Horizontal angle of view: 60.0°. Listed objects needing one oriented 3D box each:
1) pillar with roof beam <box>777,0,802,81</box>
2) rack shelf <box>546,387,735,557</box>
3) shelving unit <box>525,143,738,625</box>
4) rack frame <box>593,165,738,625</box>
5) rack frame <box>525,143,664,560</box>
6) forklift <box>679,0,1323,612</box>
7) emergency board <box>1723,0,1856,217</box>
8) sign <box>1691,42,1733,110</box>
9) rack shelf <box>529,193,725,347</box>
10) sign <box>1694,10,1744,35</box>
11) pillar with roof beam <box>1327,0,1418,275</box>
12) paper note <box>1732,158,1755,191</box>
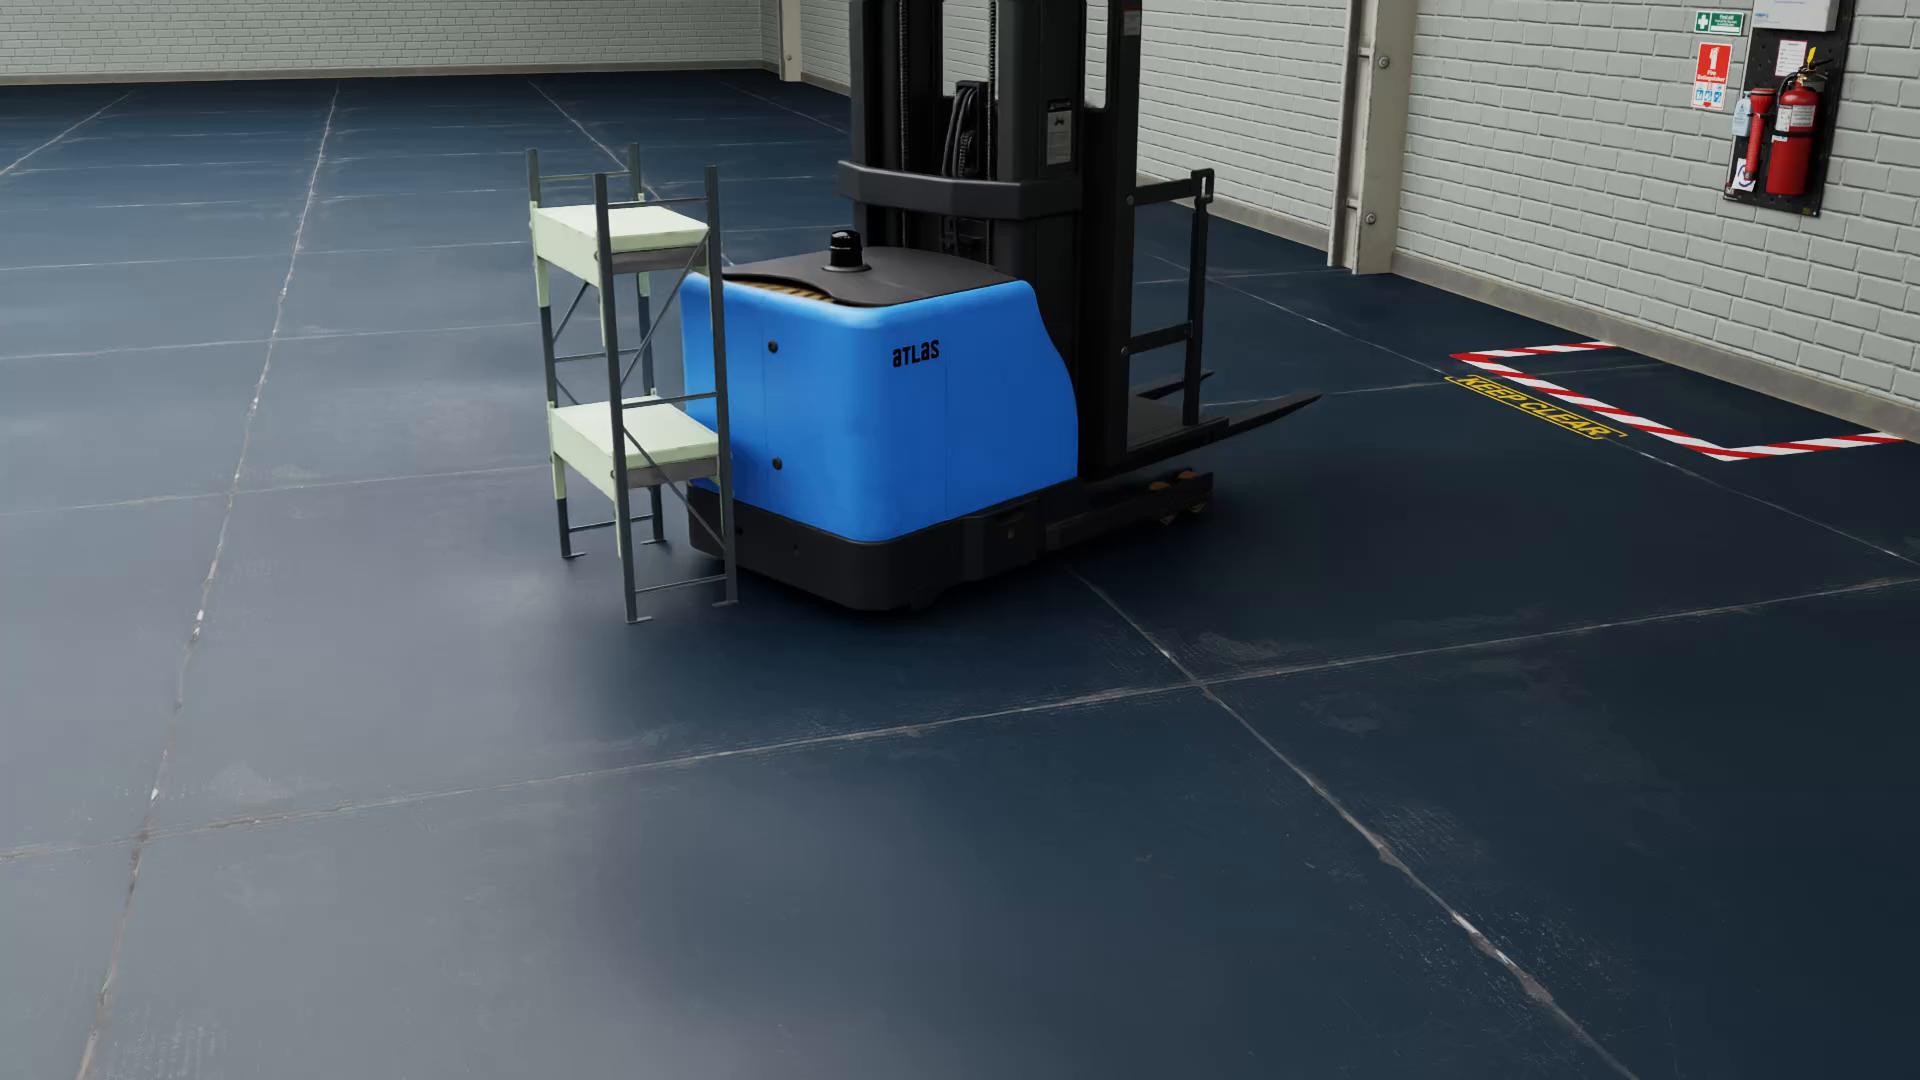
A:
[{"bbox_3d":[-6.912,-11.475,25.053,9.100,9.000,0.400,-6,21,-17],"label":"pillar with roof beam"},{"bbox_3d":[-1.136,-0.256,5.874,0.431,0.370,0.720,-11,22,-28],"label":"rack shelf"},{"bbox_3d":[-1.136,-0.562,5.763,0.431,1.500,0.755,-11,22,-28],"label":"shelving unit"},{"bbox_3d":[-0.954,-0.455,5.465,0.400,1.500,0.023,-11,22,-28],"label":"rack frame"},{"bbox_3d":[-1.318,-0.670,6.062,0.400,1.500,0.023,-11,22,-28],"label":"rack frame"},{"bbox_3d":[0.379,-1.550,6.397,1.130,2.935,3.031,18,26,41],"label":"forklift"},{"bbox_3d":[3.978,-2.205,8.117,0.194,1.169,0.643,-6,21,-17],"label":"emergency board"},{"bbox_3d":[3.902,-2.410,8.636,0.001,0.329,0.234,-6,21,-17],"label":"sign"},{"bbox_3d":[-1.136,-0.930,5.631,0.431,0.370,0.720,-11,22,-28],"label":"rack shelf"},{"bbox_3d":[3.895,-2.657,8.540,0.001,0.109,0.331,-6,21,-17],"label":"sign"},{"bbox_3d":[-1.254,-5.699,8.971,9.100,9.000,0.400,-6,21,-17],"label":"pillar with roof beam"},{"bbox_3d":[3.988,-1.854,8.445,0.016,0.148,0.142,-6,21,-17],"label":"paper note"}]
